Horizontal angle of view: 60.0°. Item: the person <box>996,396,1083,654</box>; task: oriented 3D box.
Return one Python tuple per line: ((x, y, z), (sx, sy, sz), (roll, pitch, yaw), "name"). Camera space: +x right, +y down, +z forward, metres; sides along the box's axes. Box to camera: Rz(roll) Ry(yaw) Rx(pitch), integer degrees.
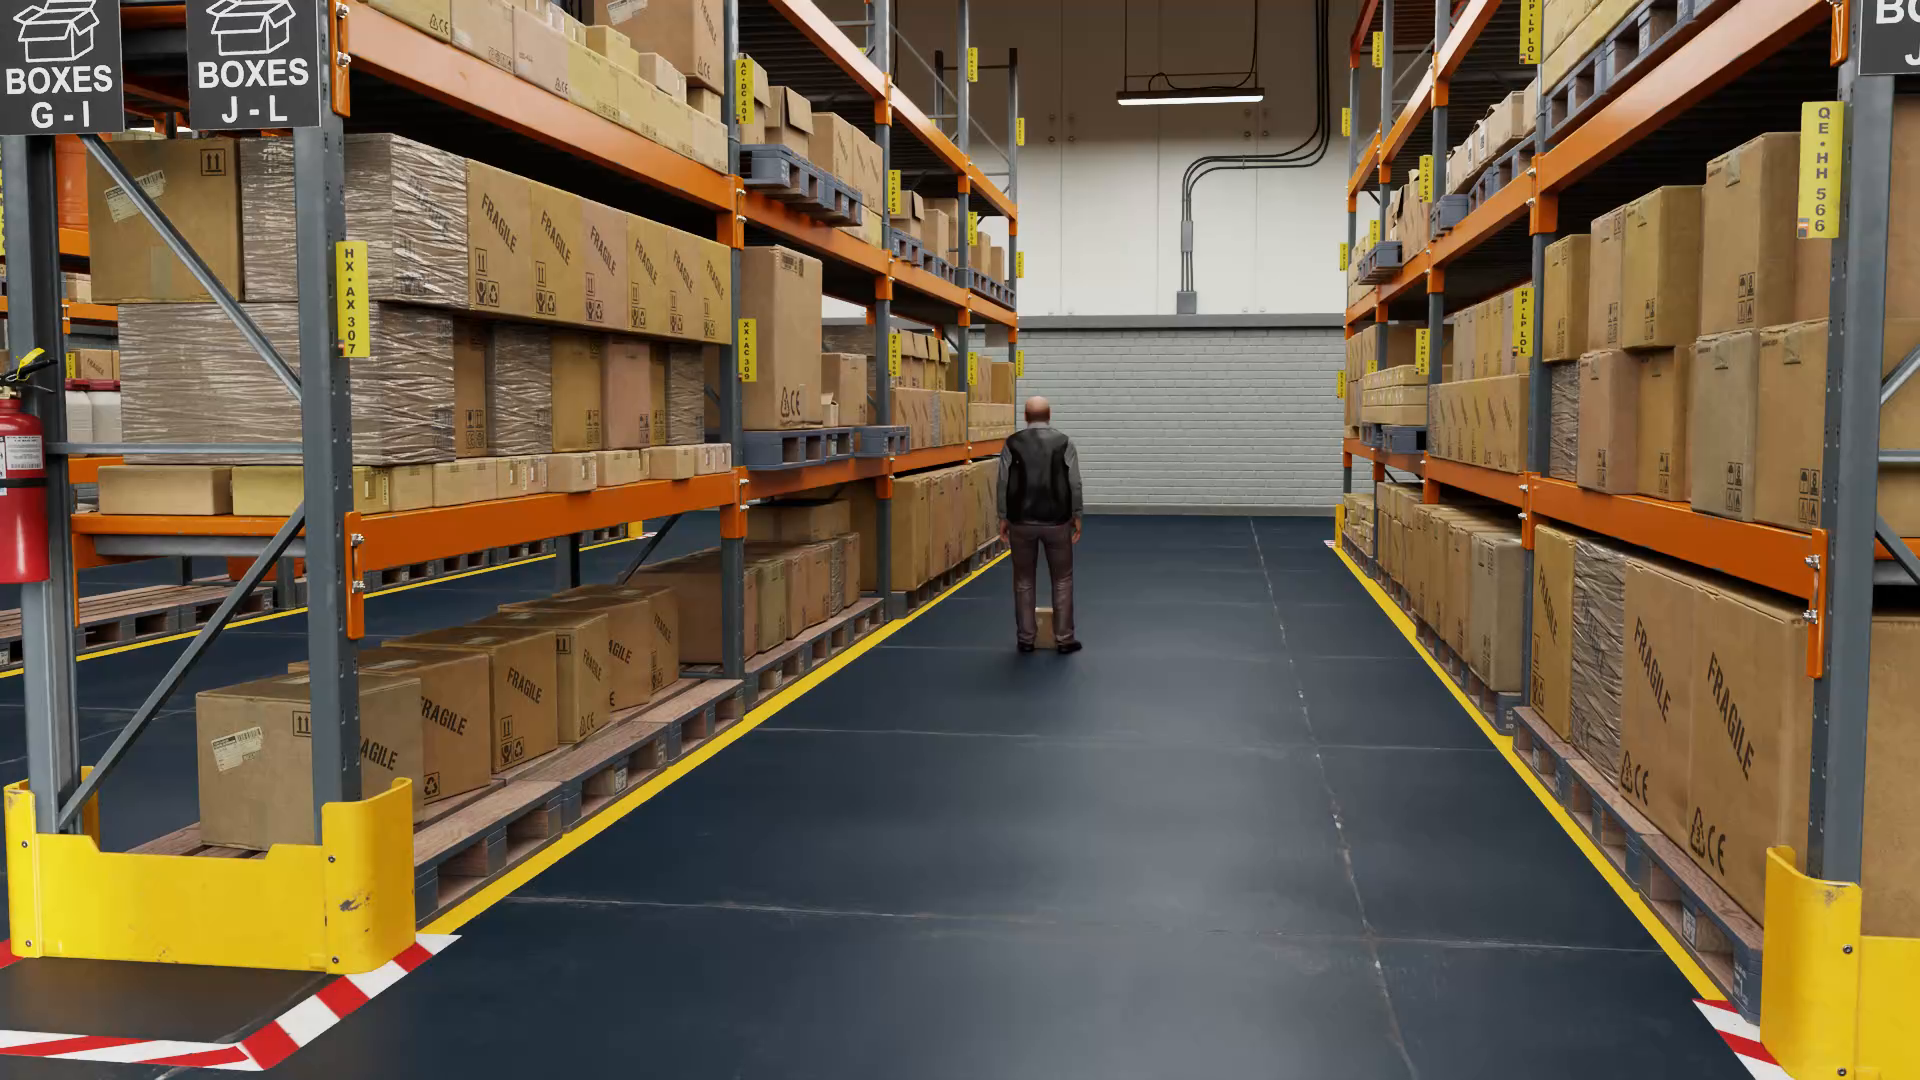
((0.535, -0.106, 11.172), (0.579, 1.719, 0.473), (0, 4, 6), "person")
